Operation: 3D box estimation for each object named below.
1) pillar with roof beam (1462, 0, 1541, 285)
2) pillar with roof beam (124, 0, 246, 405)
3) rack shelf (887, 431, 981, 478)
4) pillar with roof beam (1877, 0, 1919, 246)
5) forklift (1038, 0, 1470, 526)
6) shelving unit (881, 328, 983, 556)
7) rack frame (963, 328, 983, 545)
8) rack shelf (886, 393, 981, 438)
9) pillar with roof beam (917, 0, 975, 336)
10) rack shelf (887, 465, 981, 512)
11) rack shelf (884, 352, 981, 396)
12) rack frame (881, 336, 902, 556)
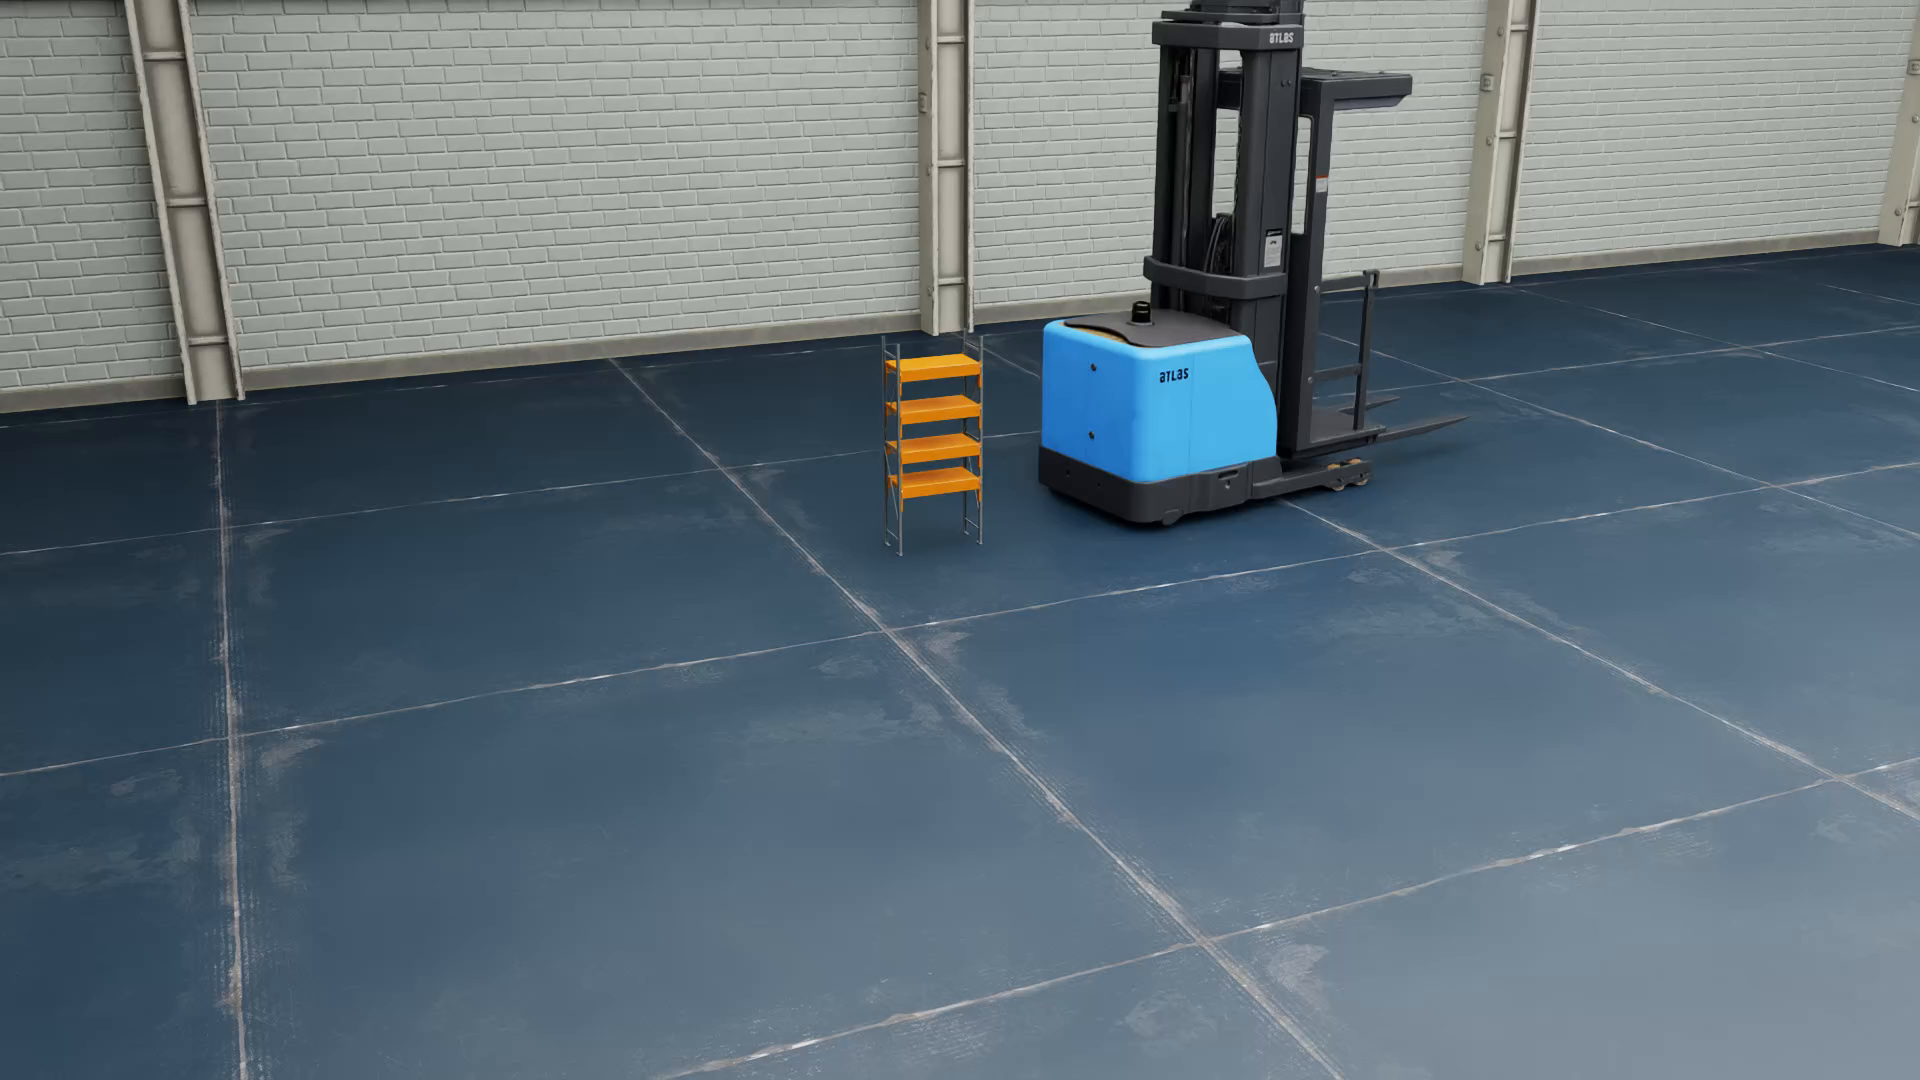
[{"bbox_3d":[7.097,-5.590,11.850,0.400,9.000,9.100,-8,21,-22],"label":"pillar with roof beam"},{"bbox_3d":[-3.922,-4.012,7.366,0.400,9.000,9.100,-8,21,-22],"label":"pillar with roof beam"},{"bbox_3d":[-0.152,-0.481,9.283,0.480,0.148,0.258,-8,21,-22],"label":"rack shelf"},{"bbox_3d":[12.606,-6.380,14.091,0.400,9.000,9.100,-8,21,-22],"label":"pillar with roof beam"},{"bbox_3d":[1.998,-1.822,10.285,3.031,2.935,1.130,-12,23,-31],"label":"forklift"},{"bbox_3d":[-0.152,-0.544,9.261,0.503,1.200,0.258,-8,21,-22],"label":"shelving unit"},{"bbox_3d":[0.072,-0.576,9.352,0.015,1.200,0.240,-8,21,-22],"label":"rack frame"},{"bbox_3d":[-0.152,-0.692,9.209,0.480,0.148,0.258,-8,21,-22],"label":"rack shelf"},{"bbox_3d":[1.587,-4.801,9.608,0.400,9.000,9.100,-8,21,-22],"label":"pillar with roof beam"},{"bbox_3d":[-0.152,-0.293,9.349,0.480,0.148,0.258,-8,21,-22],"label":"rack shelf"},{"bbox_3d":[-0.152,-0.915,9.130,0.480,0.148,0.258,-8,21,-22],"label":"rack shelf"},{"bbox_3d":[-0.376,-0.512,9.170,0.015,1.200,0.240,-8,21,-22],"label":"rack frame"}]
